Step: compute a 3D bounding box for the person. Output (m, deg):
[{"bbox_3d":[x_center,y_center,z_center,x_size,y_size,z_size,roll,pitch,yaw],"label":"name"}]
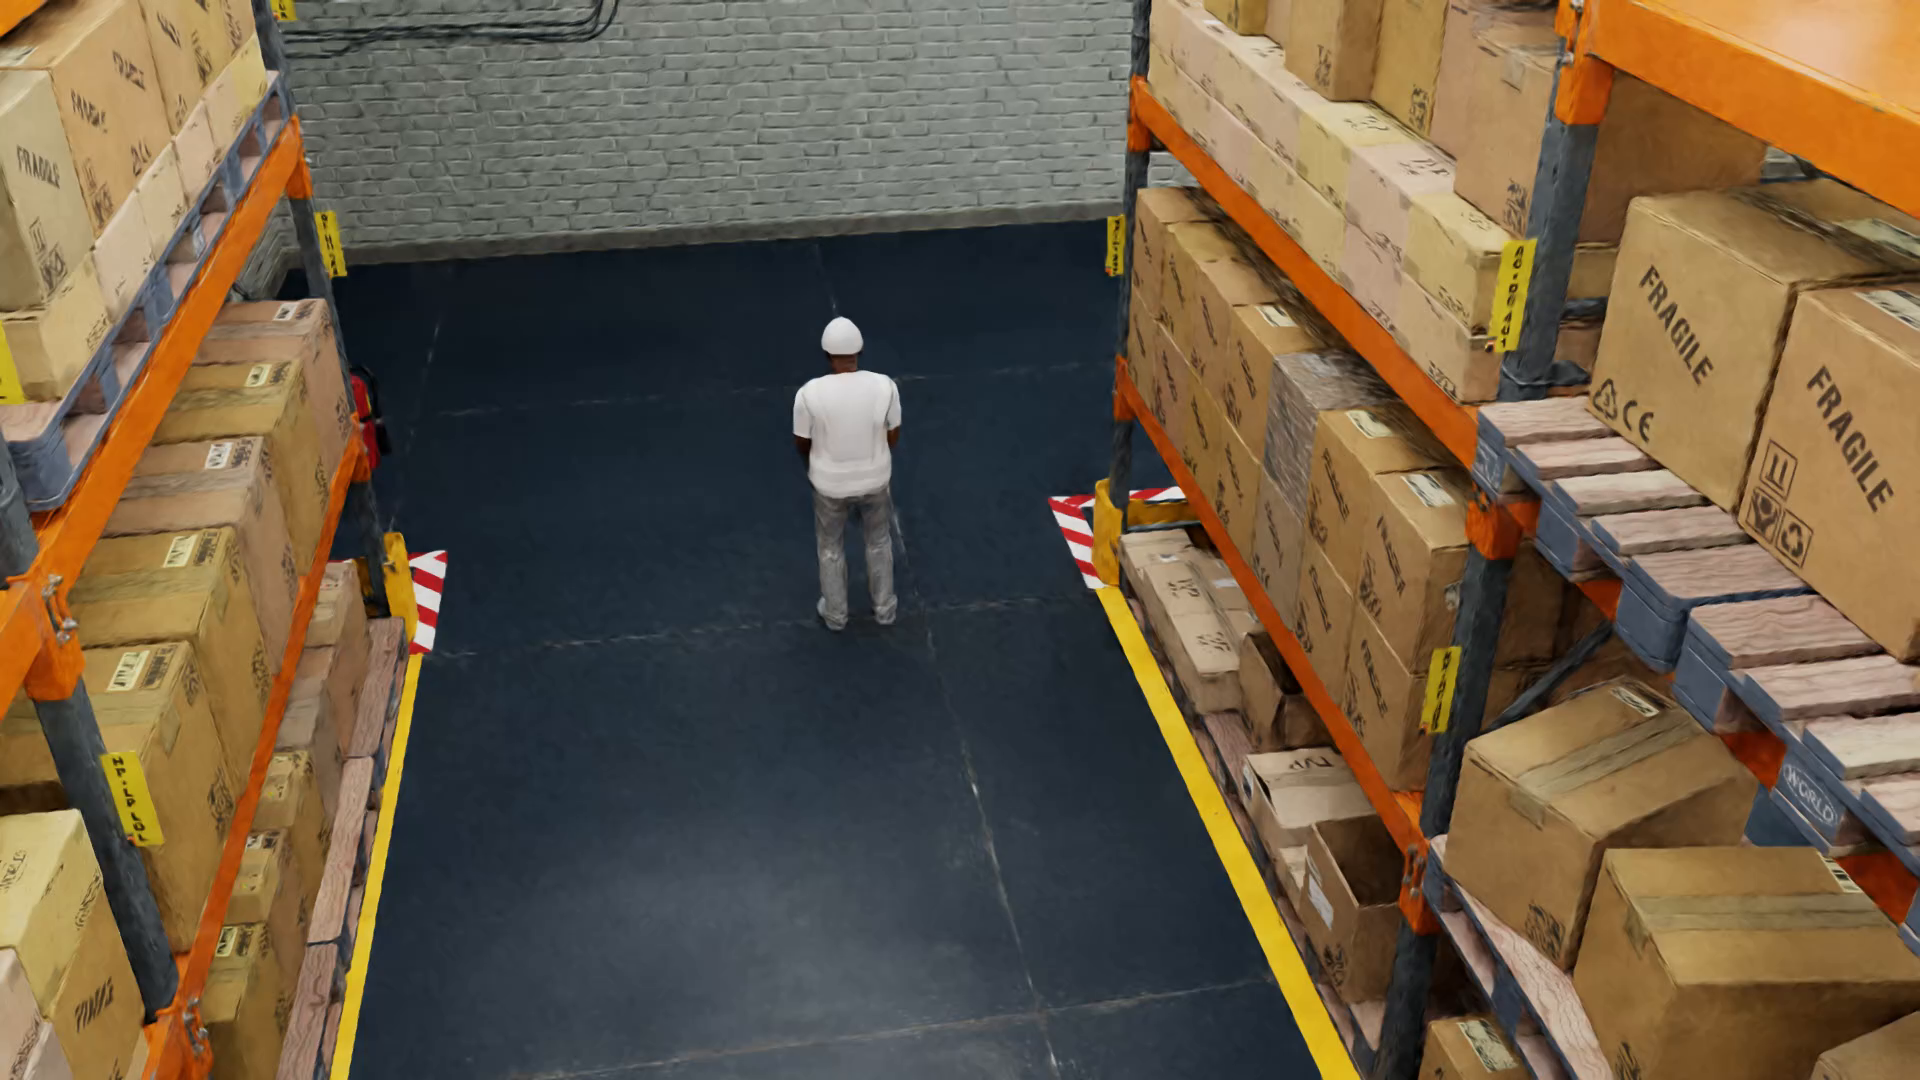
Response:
[{"bbox_3d":[-0.586,-0.350,8.708,0.566,1.768,0.496,-6,31,-10],"label":"person"}]
